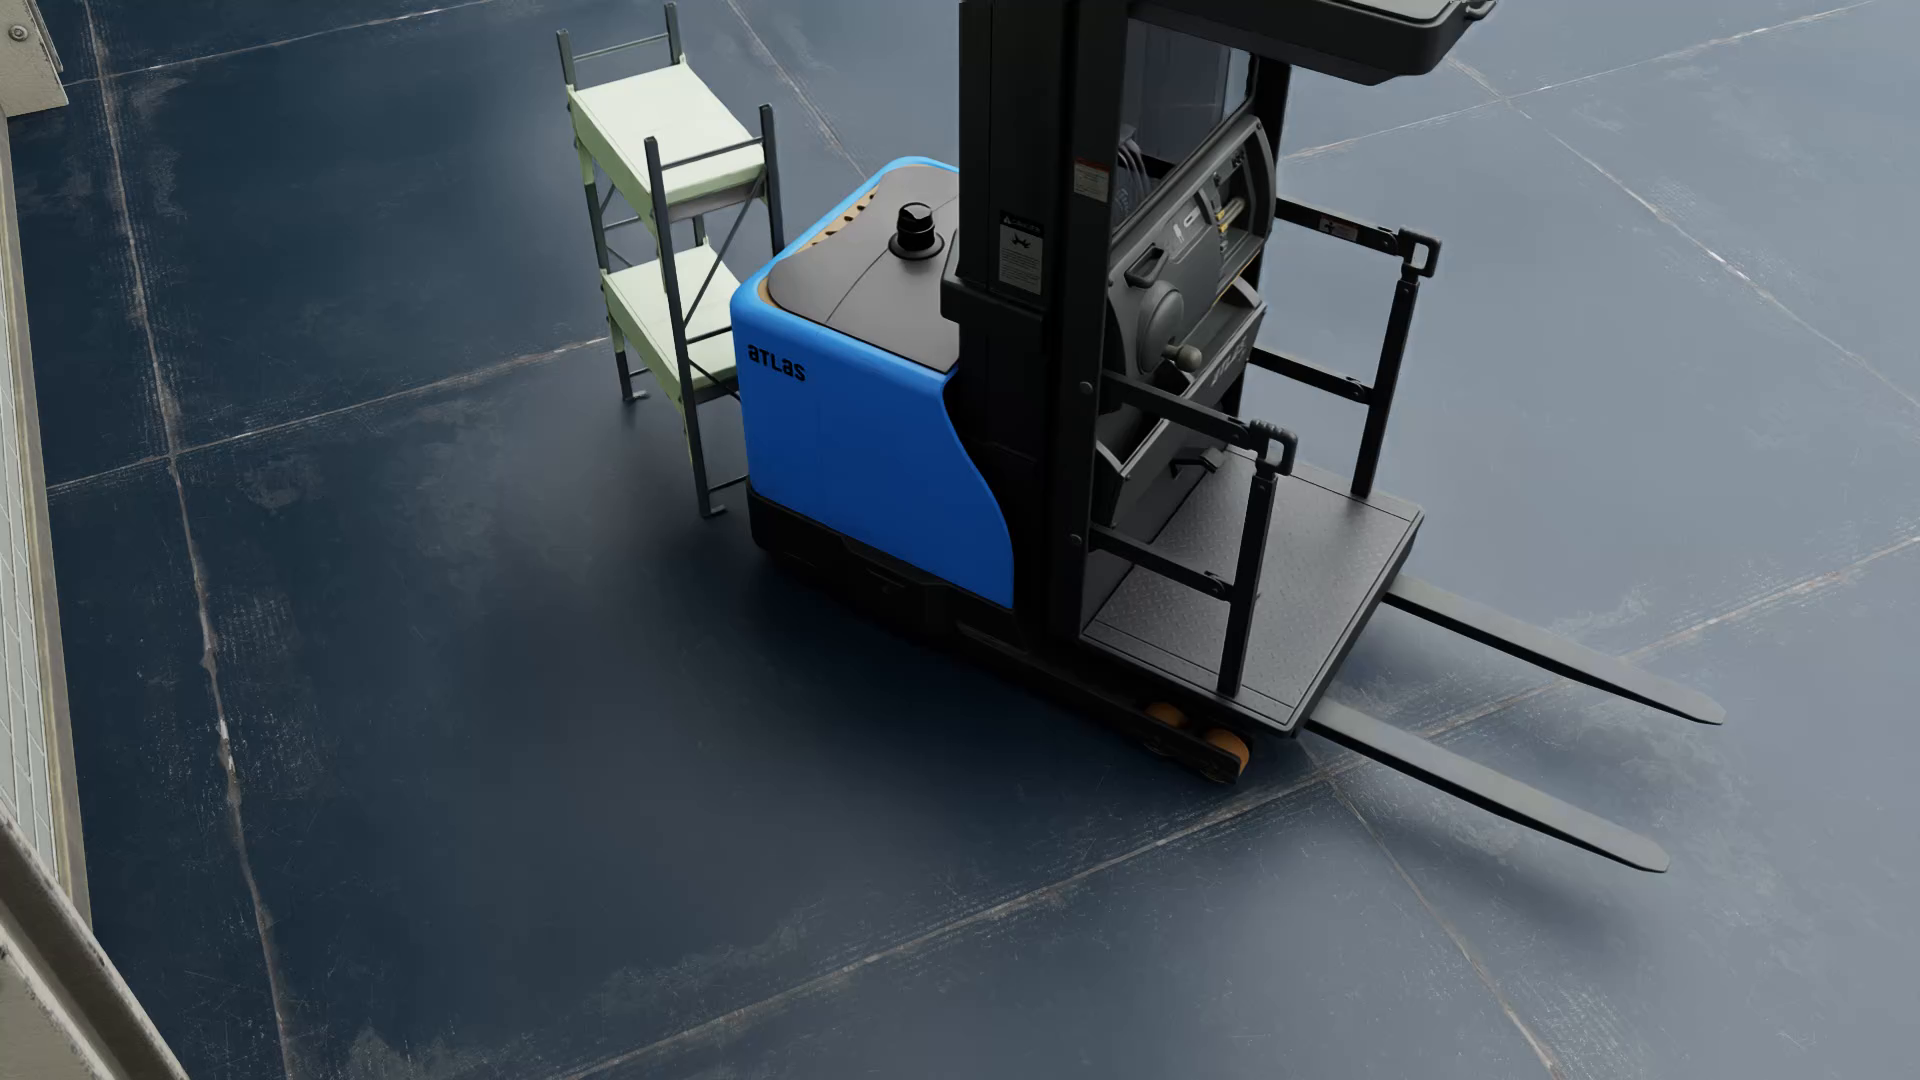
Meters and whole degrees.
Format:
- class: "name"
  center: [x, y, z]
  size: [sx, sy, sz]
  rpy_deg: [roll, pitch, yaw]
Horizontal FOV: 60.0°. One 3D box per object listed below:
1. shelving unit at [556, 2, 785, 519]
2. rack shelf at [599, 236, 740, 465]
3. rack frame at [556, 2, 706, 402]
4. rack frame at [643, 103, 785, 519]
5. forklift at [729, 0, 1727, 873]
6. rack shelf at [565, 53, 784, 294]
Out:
- class: "shelving unit"
  center: [-0.914, -0.908, 5.602]
  size: [0.431, 1.500, 0.755]
  rpy_deg: [-22, 49, -21]
- class: "rack shelf"
  center: [-0.914, -0.676, 5.831]
  size: [0.431, 0.370, 0.720]
  rpy_deg: [-22, 49, -21]
- class: "rack frame"
  center: [-1.095, -1.131, 5.829]
  size: [0.400, 1.500, 0.023]
  rpy_deg: [-22, 49, -21]
- class: "rack frame"
  center: [-0.733, -0.685, 5.376]
  size: [0.400, 1.500, 0.023]
  rpy_deg: [-22, 49, -21]
- class: "forklift"
  center: [0.810, -0.744, 4.417]
  size: [3.031, 2.935, 1.130]
  rpy_deg: [24, 49, 22]
- class: "rack shelf"
  center: [-0.914, -1.186, 5.328]
  size: [0.431, 0.370, 0.720]
  rpy_deg: [-22, 49, -21]
